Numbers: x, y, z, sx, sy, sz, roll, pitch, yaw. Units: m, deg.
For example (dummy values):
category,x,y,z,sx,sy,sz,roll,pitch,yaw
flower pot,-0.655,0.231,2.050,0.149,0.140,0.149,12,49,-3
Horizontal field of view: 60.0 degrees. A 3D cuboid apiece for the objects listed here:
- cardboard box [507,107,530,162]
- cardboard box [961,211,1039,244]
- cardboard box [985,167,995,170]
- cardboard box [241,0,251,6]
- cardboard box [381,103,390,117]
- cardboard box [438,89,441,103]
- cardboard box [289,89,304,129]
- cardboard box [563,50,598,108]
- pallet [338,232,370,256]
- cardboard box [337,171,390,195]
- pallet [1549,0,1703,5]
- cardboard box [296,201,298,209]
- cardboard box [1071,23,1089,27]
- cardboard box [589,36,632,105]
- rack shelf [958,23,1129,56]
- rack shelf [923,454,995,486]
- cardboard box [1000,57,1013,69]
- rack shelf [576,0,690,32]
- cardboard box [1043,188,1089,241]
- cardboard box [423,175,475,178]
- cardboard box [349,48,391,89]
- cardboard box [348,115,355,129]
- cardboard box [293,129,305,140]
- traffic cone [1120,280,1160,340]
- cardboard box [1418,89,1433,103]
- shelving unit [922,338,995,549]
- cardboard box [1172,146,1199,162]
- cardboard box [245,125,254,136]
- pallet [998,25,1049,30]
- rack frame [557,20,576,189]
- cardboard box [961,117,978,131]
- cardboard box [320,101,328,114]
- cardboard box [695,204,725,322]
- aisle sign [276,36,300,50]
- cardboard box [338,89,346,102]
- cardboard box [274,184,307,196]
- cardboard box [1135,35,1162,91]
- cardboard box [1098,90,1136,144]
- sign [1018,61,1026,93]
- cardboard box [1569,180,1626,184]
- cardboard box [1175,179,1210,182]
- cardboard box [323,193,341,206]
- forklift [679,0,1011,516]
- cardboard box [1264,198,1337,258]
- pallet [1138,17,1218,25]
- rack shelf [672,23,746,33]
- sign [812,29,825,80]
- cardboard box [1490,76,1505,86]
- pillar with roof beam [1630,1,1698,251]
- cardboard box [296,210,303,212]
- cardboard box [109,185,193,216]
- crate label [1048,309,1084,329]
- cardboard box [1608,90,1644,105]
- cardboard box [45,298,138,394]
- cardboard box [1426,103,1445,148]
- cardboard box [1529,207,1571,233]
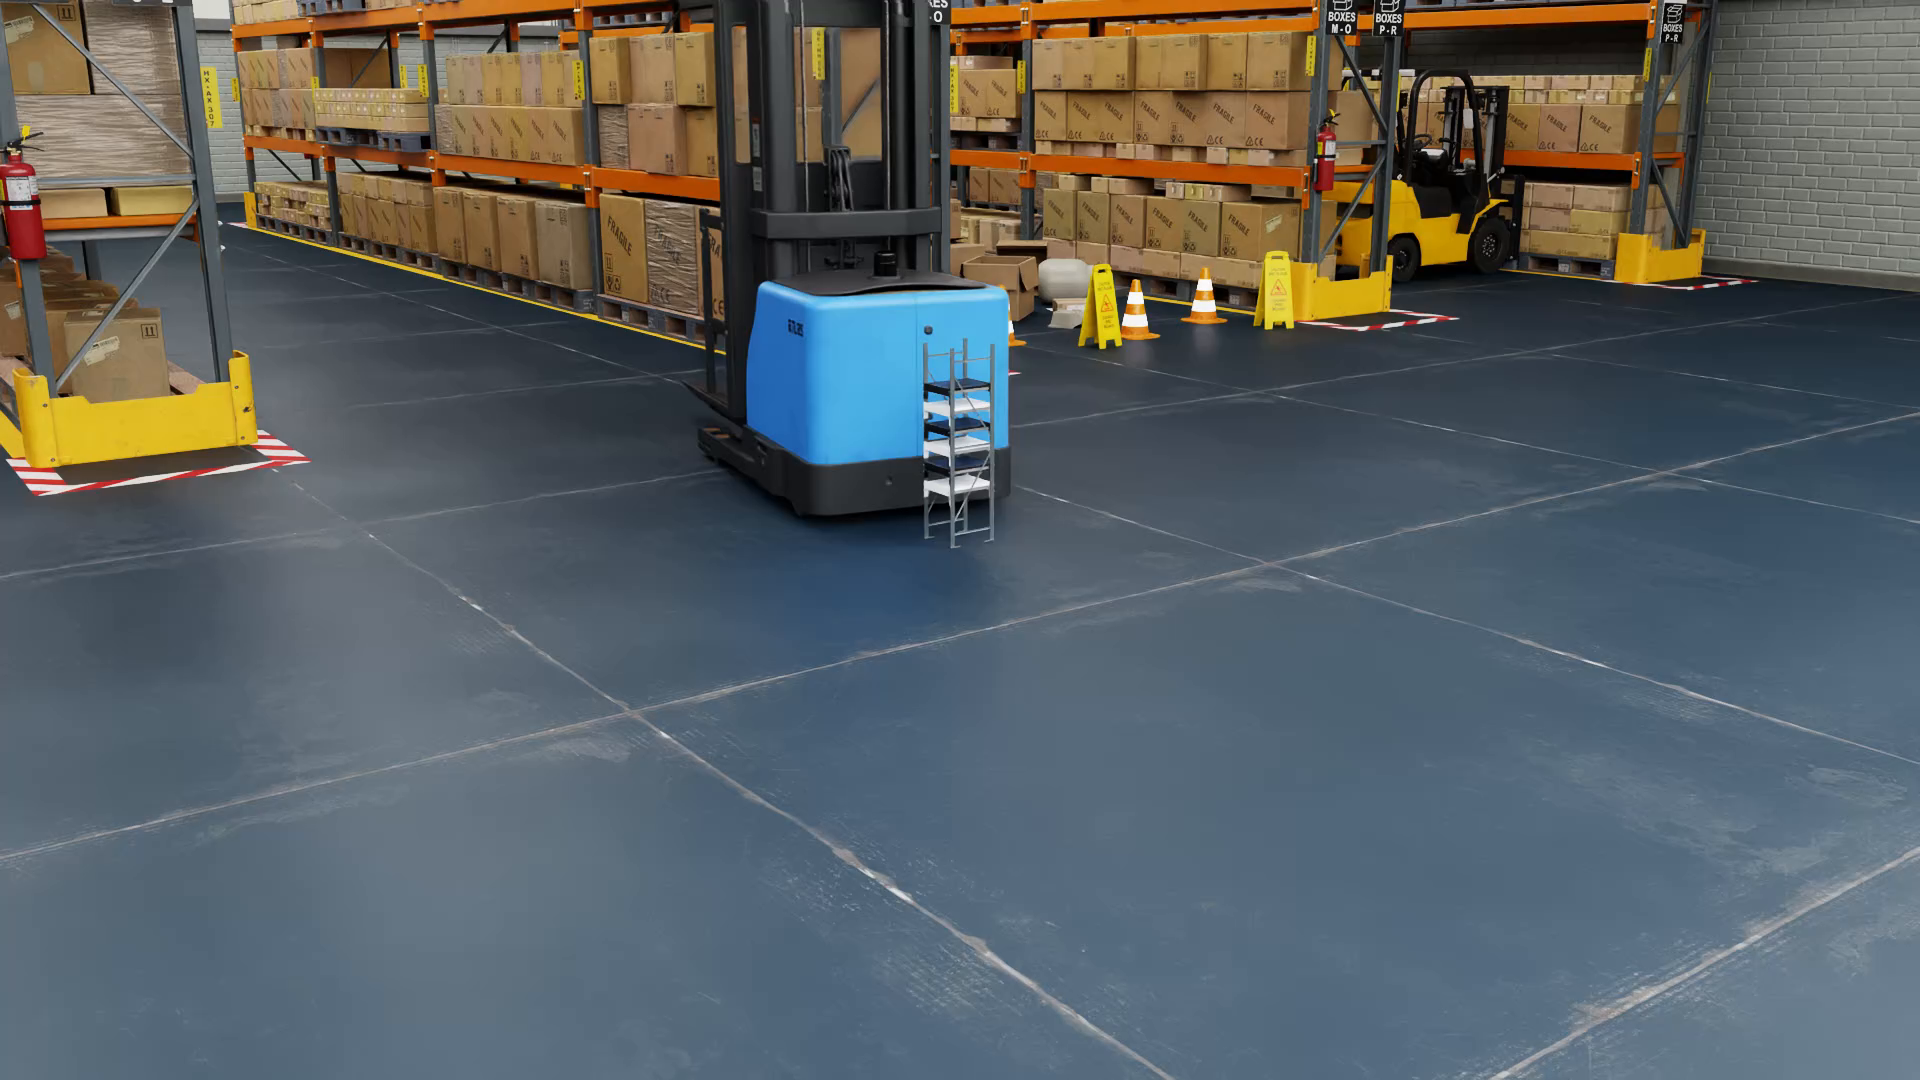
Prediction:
category,x,y,z,sx,sy,sz,roll,pitch,yaw
cardboard box,-3.976,-3.875,15.863,0.500,0.500,0.500,-11,19,-34
cardboard box,0.350,-3.531,18.977,0.950,0.372,0.625,-10,18,-31
cardboard box,0.616,-5.955,26.364,0.380,0.149,0.250,-11,19,-36
cardboard box,-9.559,-7.474,22.856,0.500,0.250,0.500,-11,19,-35
cardboard box,-6.185,-4.767,18.430,0.380,0.149,0.250,-10,18,-33
cardboard box,-5.782,-5.059,18.932,0.380,0.149,0.250,-12,19,-37
cardboard box,-8.380,-5.612,21.644,0.500,0.500,0.500,-11,19,-36
cardboard box,-3.156,-4.177,15.071,0.700,0.500,0.500,-11,19,-35
pallet,-7.104,-3.738,20.835,1.003,0.211,1.213,-11,19,-35
cardboard box,-7.342,-4.409,20.523,0.500,0.250,0.500,-12,19,-37
pallet,7.056,-5.807,17.598,1.003,0.211,1.213,-11,19,-35
cardboard box,-8.844,-4.593,22.716,0.380,0.149,0.250,-10,18,-32
cardboard box,1.952,-7.510,23.935,0.500,0.250,0.500,-11,19,-34
cardboard box,-2.670,-4.050,14.363,0.875,0.550,0.550,-11,19,-35
rack shelf,1.571,-7.483,24.916,1.077,0.370,4.000,-11,19,-35
rack shelf,-0.005,-0.317,7.496,0.258,0.077,0.200,-11,19,-35
cardboard box,0.373,-5.410,18.881,0.380,0.149,0.250,-10,18,-31
rack shelf,-1.683,-4.214,12.971,1.077,0.370,4.000,-11,19,-35
cardboard box,1.214,-3.401,17.313,0.500,0.500,0.500,-10,18,-32
cardboard box,-5.999,-4.155,19.593,0.500,0.250,0.500,-11,19,-34
cardboard box,-7.631,-6.058,21.380,0.500,0.500,0.500,-10,18,-33
cardboard box,-6.931,-4.897,19.468,0.380,0.149,0.250,-11,19,-36
cardboard box,-8.584,-5.370,21.989,0.380,0.149,0.250,-12,19,-37
traffic cone,1.443,-1.900,13.642,0.336,0.463,0.334,-11,19,-35
cardboard box,5.487,-5.184,19.416,0.380,0.149,0.250,-10,18,-33
shelving unit,-0.005,-0.436,7.464,0.258,0.900,0.210,-11,19,-35
cardboard box,2.236,-3.665,15.759,0.380,0.149,0.250,-11,19,-35
cardboard box,-9.989,-5.862,23.789,0.380,0.149,0.250,-11,19,-35
pallet,1.334,-7.796,25.051,1.213,0.211,1.003,-11,19,-35
rack frame,-5.970,-6.894,27.081,1.000,3.000,0.127,-11,19,-35
cardboard box,0.238,-4.588,18.338,0.380,0.149,0.250,-11,19,-35
cardboard box,-7.549,-5.264,20.243,0.380,0.149,0.250,-11,19,-36
cardboard box,-1.478,-2.187,13.113,0.875,0.875,0.875,-11,19,-35
aisle sign,-9.715,-7.420,24.078,0.394,0.787,0.004,-11,19,-35
cardboard box,-7.090,-5.240,19.594,0.380,0.149,0.250,-11,19,-35
cardboard box,-9.365,-4.899,23.273,0.380,0.149,0.250,-12,19,-37
cardboard box,2.105,-4.556,15.894,0.700,0.500,0.500,-11,19,-35
cardboard box,1.718,-4.173,16.387,0.500,0.500,0.500,-11,19,-35
sign,0.639,-4.803,17.248,0.100,0.325,0.005,-11,19,-35
cardboard box,7.024,-3.845,18.461,0.500,0.250,0.500,-11,19,-34
cardboard box,3.493,-4.740,22.915,0.875,0.625,0.625,-10,18,-33
cardboard box,-7.982,-4.399,21.446,0.380,0.149,0.250,-10,18,-33
forklift,-0.812,-1.869,8.852,1.130,2.935,3.031,-7,17,-23
cardboard box,3.172,-2.935,15.611,0.500,0.500,0.500,-12,19,-36
pallet,3.218,-7.181,22.807,1.213,0.211,1.003,-10,18,-32
rack shelf,-2.442,-6.712,22.098,1.077,0.370,4.000,-11,19,-35
sign,-0.954,-3.278,11.231,0.100,0.325,0.005,-11,19,-35
cardboard box,6.163,-5.123,18.631,0.380,0.149,0.250,-11,19,-34
pillar with roof beam,4.288,-6.762,15.236,9.100,9.000,0.400,-11,19,-35
cardboard box,-8.776,-4.395,22.557,0.380,0.149,0.250,-10,18,-33
cardboard box,-4.553,-1.915,9.368,0.380,0.149,0.250,-11,19,-35
crate label,0.931,-1.901,14.263,0.298,0.136,0.250,7,17,23
cardboard box,7.020,-4.640,17.428,0.380,0.149,0.250,-11,19,-34
cardboard box,-5.311,-1.194,10.196,0.500,0.500,0.500,-6,16,-20
cardboard box,5.766,-4.799,19.237,0.500,0.500,0.500,-11,19,-35
cardboard box,6.625,-3.530,18.257,0.500,0.250,0.500,-11,19,-35
